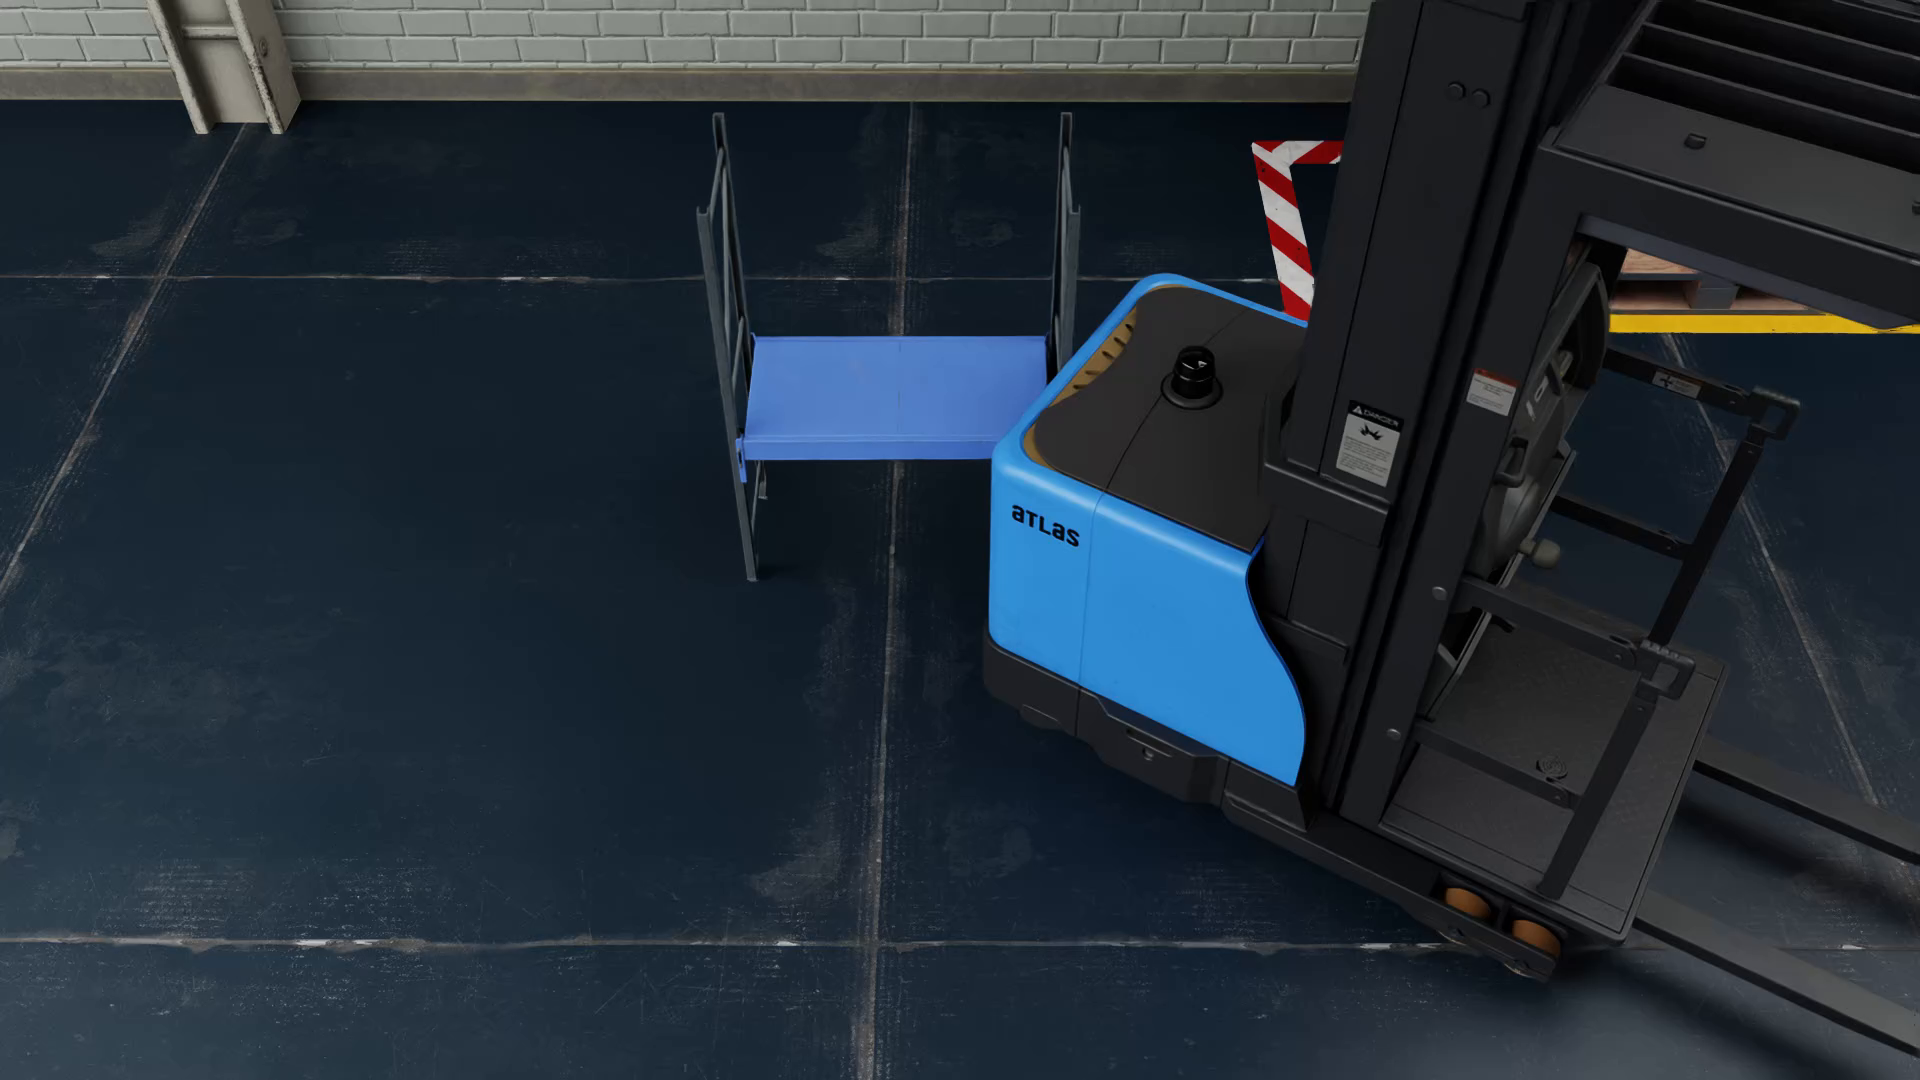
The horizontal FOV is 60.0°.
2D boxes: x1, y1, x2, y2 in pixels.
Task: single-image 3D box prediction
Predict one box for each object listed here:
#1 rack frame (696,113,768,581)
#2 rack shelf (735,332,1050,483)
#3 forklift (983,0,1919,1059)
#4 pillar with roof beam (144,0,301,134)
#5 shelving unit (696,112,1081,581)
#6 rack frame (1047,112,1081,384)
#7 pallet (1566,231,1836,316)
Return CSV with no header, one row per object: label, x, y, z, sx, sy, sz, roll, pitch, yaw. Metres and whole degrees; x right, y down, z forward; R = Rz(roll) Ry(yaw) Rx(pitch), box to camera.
rack frame,-0.704,-0.555,5.242,0.032,1.500,0.500,0,47,0
rack shelf,-0.196,-0.435,5.376,1.000,0.185,0.538,0,47,0
forklift,1.595,-0.235,3.966,3.031,2.935,1.130,24,52,21
pillar with roof beam,-3.239,-1.847,1.321,0.400,9.000,9.100,0,47,0
shelving unit,-0.196,-0.557,5.244,1.048,1.500,0.538,0,47,0
rack frame,0.313,-0.559,5.246,0.032,1.500,0.500,0,47,0
pallet,2.962,-1.328,6.842,1.213,0.211,1.003,0,47,0
